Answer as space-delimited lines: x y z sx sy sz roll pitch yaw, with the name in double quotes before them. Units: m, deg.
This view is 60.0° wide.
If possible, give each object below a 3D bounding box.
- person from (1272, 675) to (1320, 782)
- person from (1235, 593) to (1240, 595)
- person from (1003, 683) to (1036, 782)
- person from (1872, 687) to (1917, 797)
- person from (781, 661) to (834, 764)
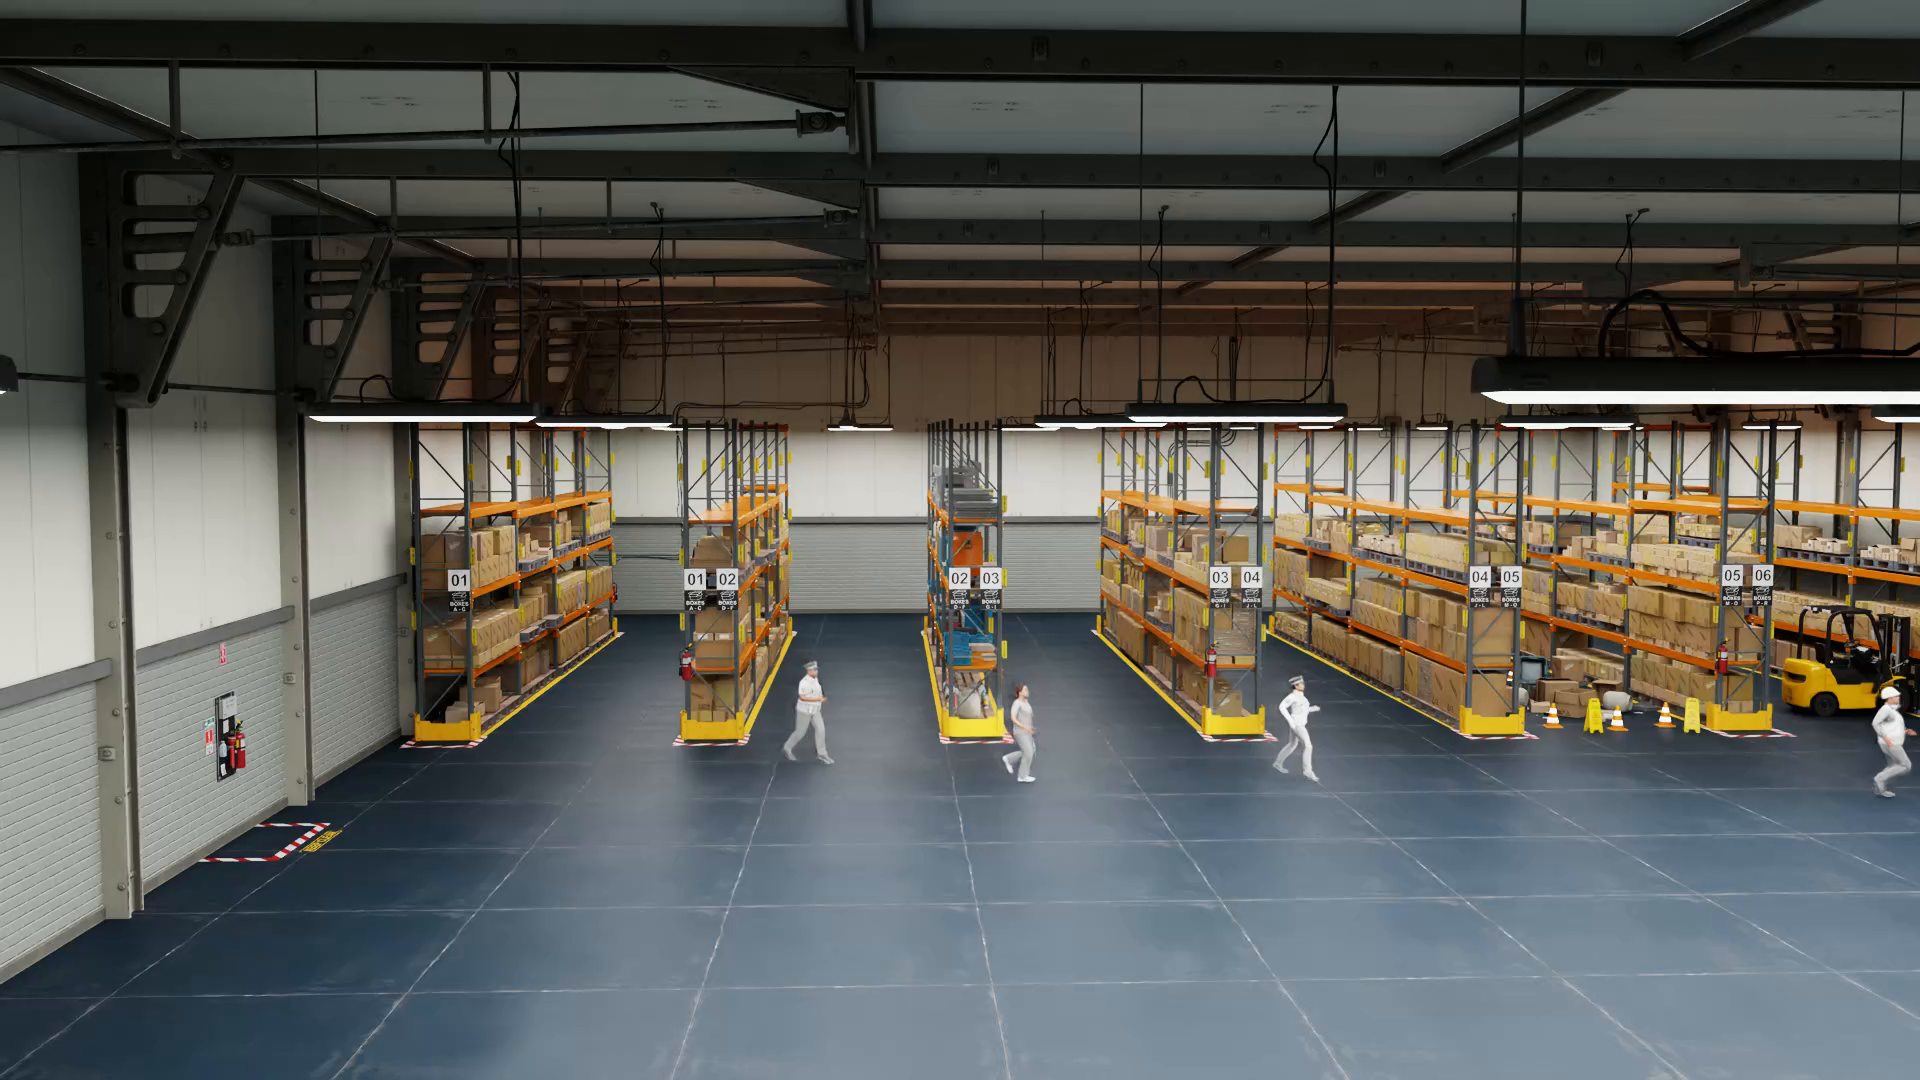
"person" 5.582 3.102 27.557 0.791 1.742 0.587 1 4 20
"person" 7.961 1.753 48.392 0.840 1.761 0.733 -3 5 -41
"person" 0.962 3.155 27.347 0.601 1.624 0.608 2 4 24
"person" 14.670 3.178 26.089 0.586 1.730 0.653 3 5 36
"person" -2.647 2.983 28.840 0.930 1.796 0.620 2 4 26
